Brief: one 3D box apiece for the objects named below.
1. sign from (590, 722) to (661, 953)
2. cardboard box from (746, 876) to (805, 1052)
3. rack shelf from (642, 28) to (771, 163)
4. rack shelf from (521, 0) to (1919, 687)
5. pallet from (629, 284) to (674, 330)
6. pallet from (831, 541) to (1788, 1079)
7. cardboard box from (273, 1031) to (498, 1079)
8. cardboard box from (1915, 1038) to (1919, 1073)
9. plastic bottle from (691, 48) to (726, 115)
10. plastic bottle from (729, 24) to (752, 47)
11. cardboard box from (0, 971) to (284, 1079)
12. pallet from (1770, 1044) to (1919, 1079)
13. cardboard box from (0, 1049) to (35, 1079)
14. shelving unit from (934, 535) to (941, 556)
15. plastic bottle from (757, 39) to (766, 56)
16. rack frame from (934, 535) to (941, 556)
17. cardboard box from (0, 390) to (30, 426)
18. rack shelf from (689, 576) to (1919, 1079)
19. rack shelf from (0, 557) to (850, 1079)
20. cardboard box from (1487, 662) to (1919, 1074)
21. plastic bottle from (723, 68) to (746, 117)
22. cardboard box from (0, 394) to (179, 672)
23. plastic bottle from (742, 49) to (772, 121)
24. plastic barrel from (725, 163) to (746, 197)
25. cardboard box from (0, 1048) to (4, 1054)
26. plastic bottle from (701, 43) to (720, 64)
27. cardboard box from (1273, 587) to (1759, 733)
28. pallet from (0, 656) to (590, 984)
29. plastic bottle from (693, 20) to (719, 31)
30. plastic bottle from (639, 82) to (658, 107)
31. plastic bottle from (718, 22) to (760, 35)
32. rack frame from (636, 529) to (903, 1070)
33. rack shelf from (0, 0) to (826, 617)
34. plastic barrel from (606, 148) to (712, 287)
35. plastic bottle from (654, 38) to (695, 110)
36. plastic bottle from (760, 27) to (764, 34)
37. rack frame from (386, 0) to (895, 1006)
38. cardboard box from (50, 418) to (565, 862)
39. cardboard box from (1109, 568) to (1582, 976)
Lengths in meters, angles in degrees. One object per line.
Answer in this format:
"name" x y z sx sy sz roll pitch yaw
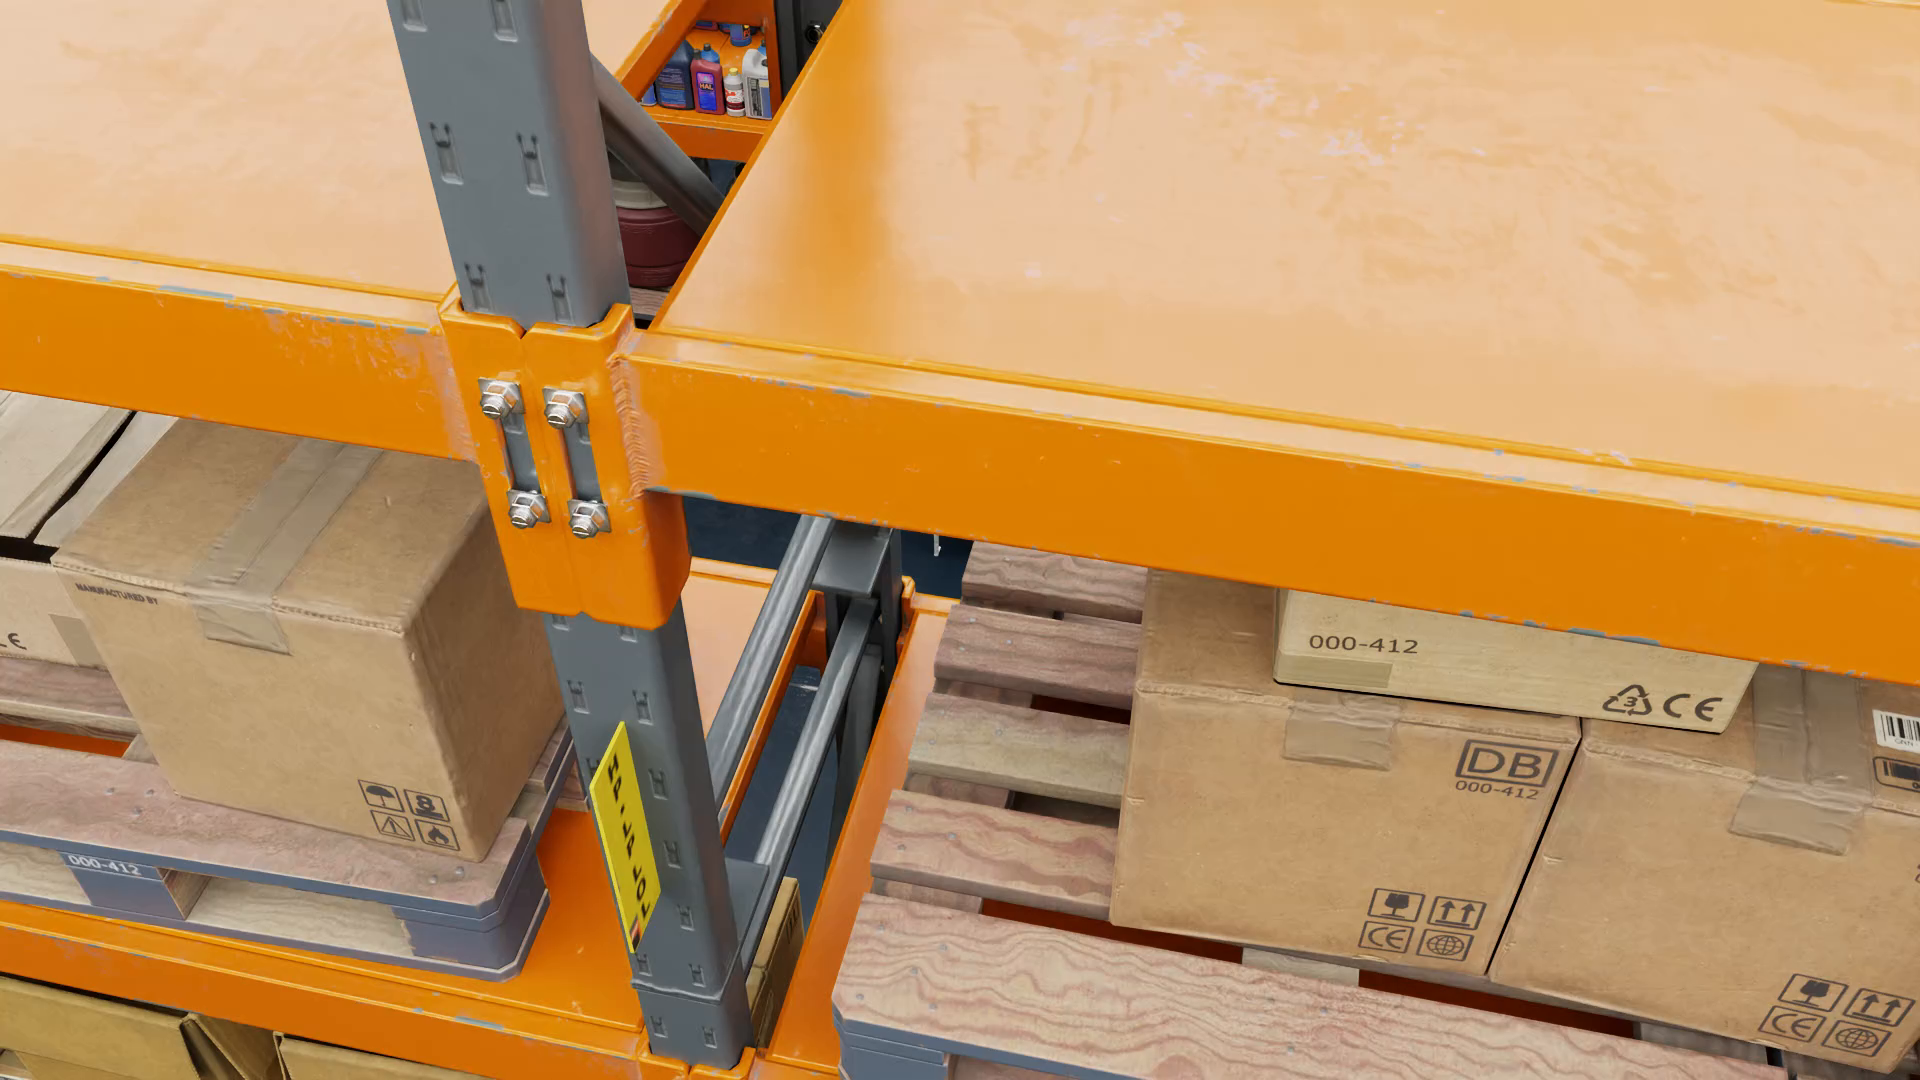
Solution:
"sign" -0.383 0.347 1.923 0.005 0.325 0.100 9 45 9
"cardboard box" -0.668 1.084 3.848 0.500 0.500 0.500 9 45 9
"rack shelf" -1.144 -2.036 7.682 4.000 0.370 1.077 9 45 9
"rack shelf" 1.678 -0.096 1.628 4.000 0.370 1.077 9 45 9
"pallet" -1.131 -1.316 8.425 1.213 0.211 1.003 9 45 9
"pallet" 0.522 0.441 2.489 1.213 0.211 1.003 9 45 9
"cardboard box" -0.899 0.871 3.347 0.637 0.503 0.797 8 44 8
"cardboard box" 1.506 0.393 2.029 0.500 0.500 0.700 11 45 11
"plastic bottle" -1.090 -1.983 7.191 0.133 0.283 0.061 9 45 9
"plastic bottle" -1.020 -2.418 7.652 0.097 0.271 0.097 0 44 0
"cardboard box" -1.566 0.759 3.463 0.637 0.503 0.797 9 45 10
"pallet" 1.709 0.628 2.296 1.213 0.211 1.003 9 45 9
"cardboard box" -1.783 1.283 3.642 0.500 0.500 0.500 8 45 9
"shelving unit" 0.162 -0.407 6.768 0.503 1.200 0.258 9 45 9
"plastic bottle" -0.845 -2.062 7.282 0.097 0.271 0.097 0 44 0
"rack frame" -0.077 -0.444 6.806 0.015 1.200 0.240 9 45 9
"cardboard box" -1.694 -0.109 2.876 0.250 0.149 0.380 7 44 7
"rack shelf" 1.678 0.840 2.530 4.000 0.370 1.077 9 45 9
"rack shelf" -2.226 0.235 3.159 4.000 0.370 1.077 9 45 9
"cardboard box" 1.027 0.217 2.211 0.500 0.500 0.700 11 45 11
"plastic bottle" -0.973 -1.948 7.214 0.097 0.201 0.097 0 44 0
"cardboard box" -1.325 -0.068 2.716 0.500 0.311 0.500 7 44 8
"plastic bottle" -0.854 -1.976 7.190 0.135 0.276 0.152 9 45 9
"plastic barrel" -0.942 -1.595 8.195 0.421 0.512 0.421 0 44 0
"cardboard box" -2.176 0.675 3.550 0.637 0.503 0.797 10 45 10
"plastic bottle" -1.090 -2.035 7.254 0.097 0.271 0.097 0 44 0
"cardboard box" 0.642 -0.068 1.967 0.500 0.250 0.500 6 44 6
"pallet" -1.179 0.242 2.771 1.217 0.209 0.805 7 44 7
"plastic bottle" -1.195 -2.521 7.751 0.133 0.283 0.061 9 45 9
"plastic bottle" -1.391 -2.059 7.276 0.135 0.276 0.152 9 45 9
"plastic bottle" -1.036 -2.535 7.716 0.185 0.351 0.144 9 45 9
"rack frame" -0.274 1.359 3.635 0.127 3.000 1.000 9 45 9
"rack shelf" -2.226 -0.702 2.257 4.000 0.370 1.077 9 45 9
"plastic barrel" -1.513 -1.647 8.195 0.708 0.588 0.600 9 45 9
"plastic bottle" -1.236 -2.060 7.222 0.185 0.351 0.144 9 45 9
"plastic bottle" -0.893 -2.500 7.738 0.097 0.271 0.097 0 44 0
"rack frame" -0.274 -0.802 1.555 0.127 3.000 1.000 9 45 9
"cardboard box" -0.842 0.010 2.499 0.500 0.500 0.700 10 45 10
"cardboard box" 0.503 0.133 2.299 0.500 0.500 0.700 6 44 7
